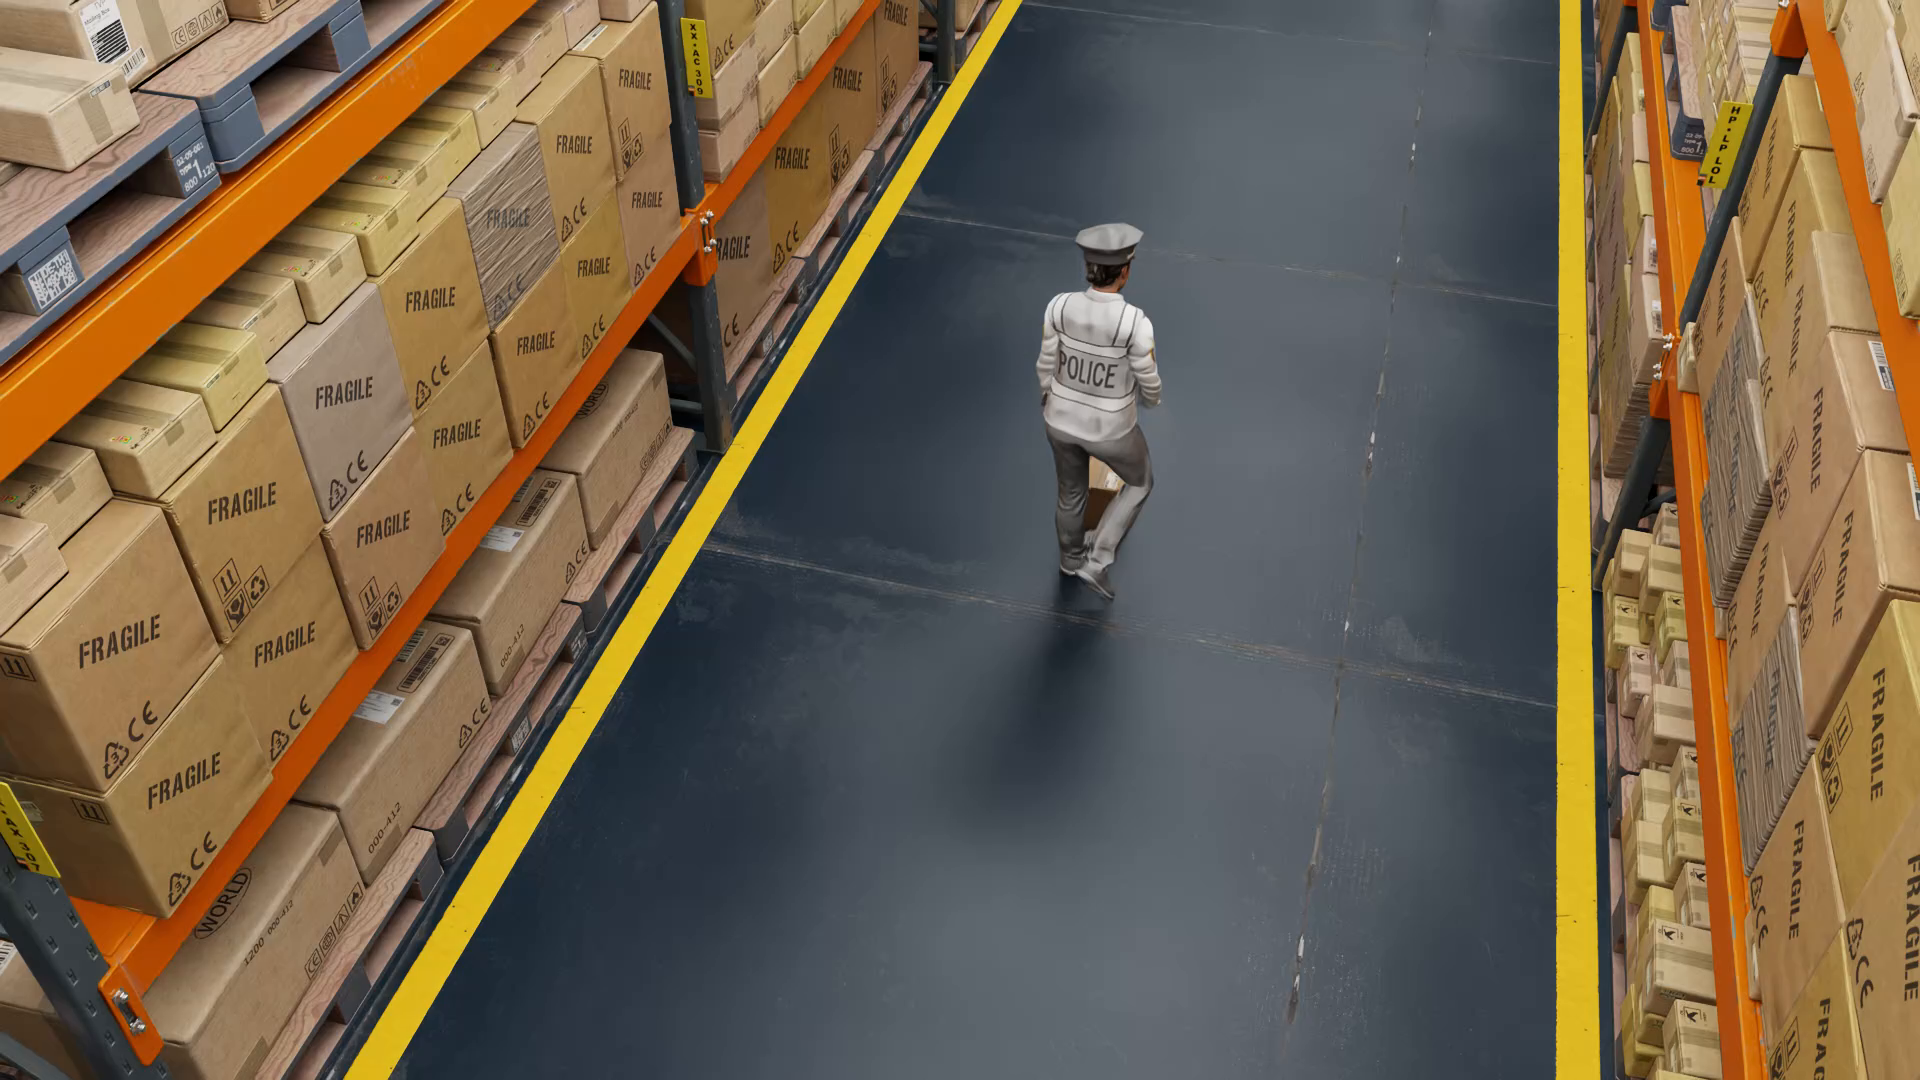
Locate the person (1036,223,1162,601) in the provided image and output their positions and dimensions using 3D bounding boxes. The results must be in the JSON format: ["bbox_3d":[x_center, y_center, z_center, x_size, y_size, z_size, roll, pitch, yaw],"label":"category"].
[{"bbox_3d":[0.551,-0.481,6.685,0.500,1.653,0.548,18,44,19],"label":"person"}]
